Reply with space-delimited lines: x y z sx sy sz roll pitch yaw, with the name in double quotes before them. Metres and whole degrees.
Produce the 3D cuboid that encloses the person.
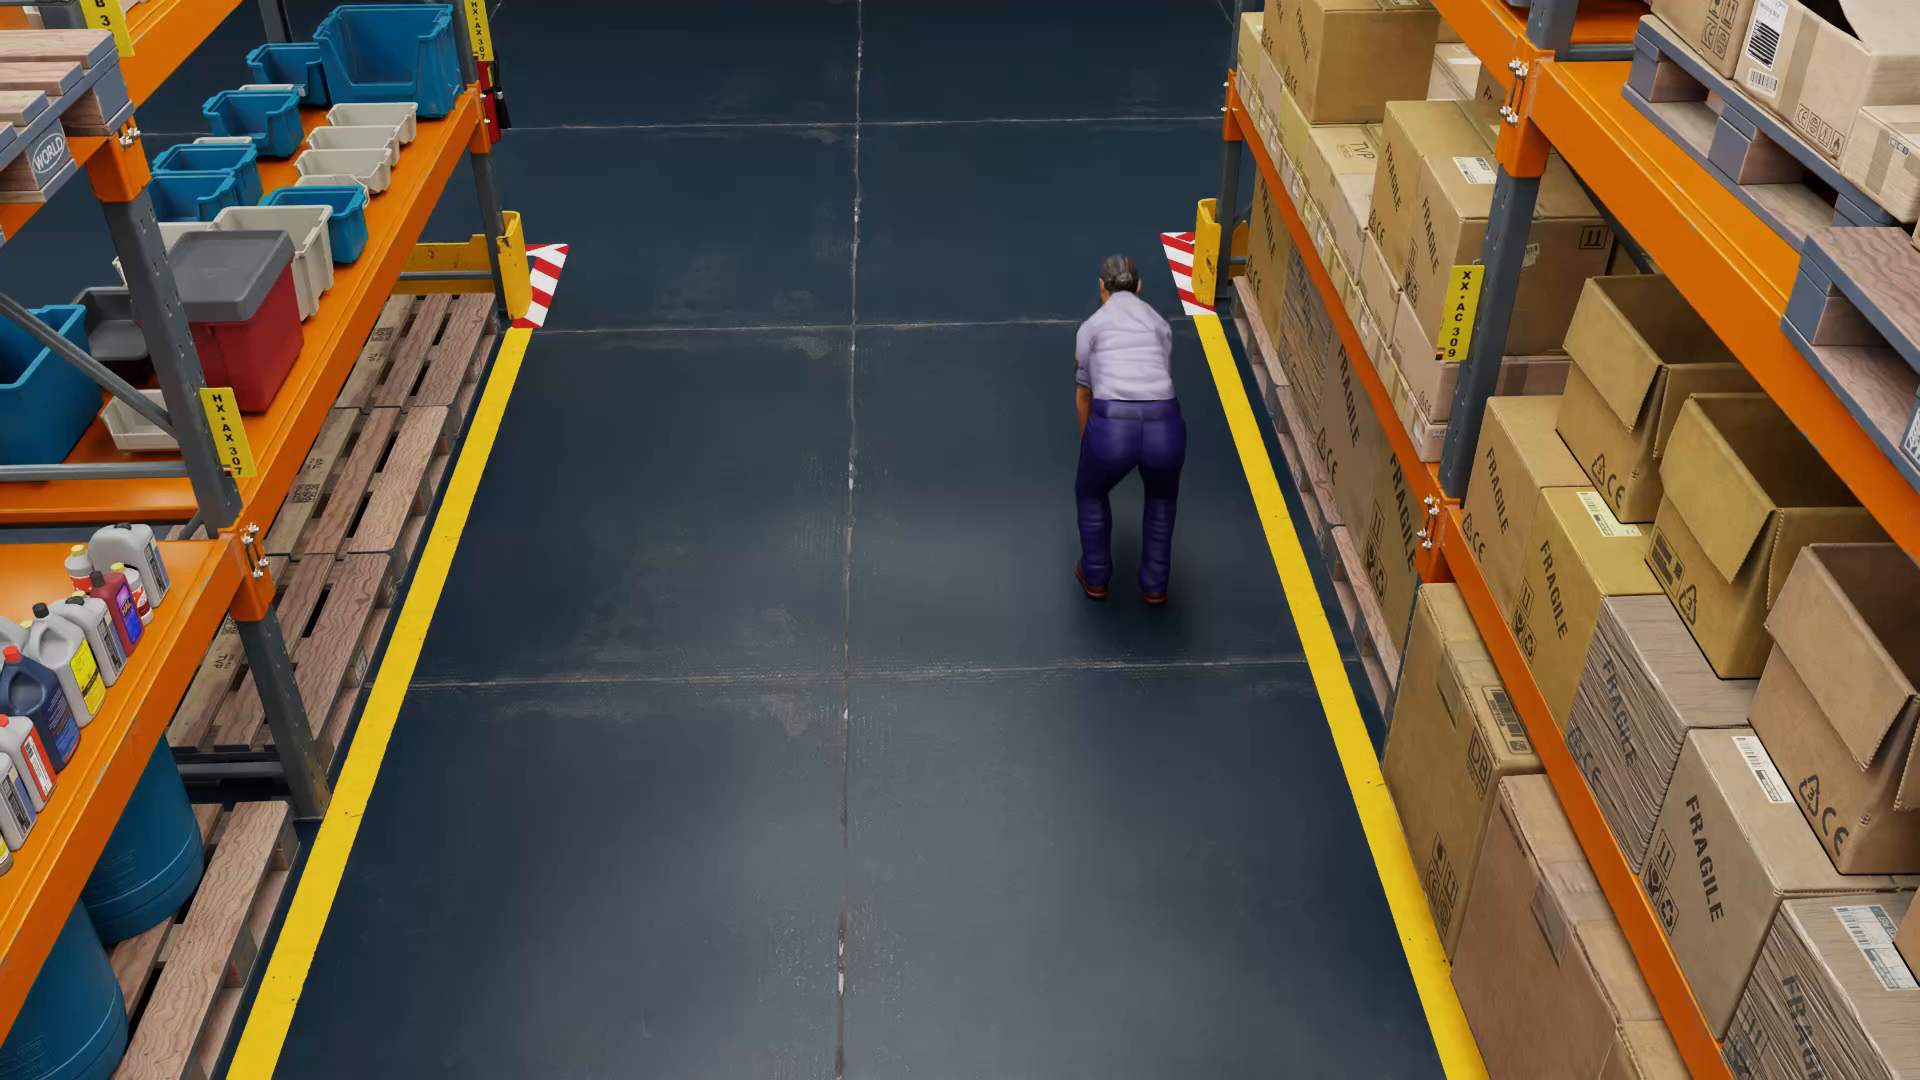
"person" 0.692 -0.486 6.852 0.435 1.644 0.539 -2 36 -3
